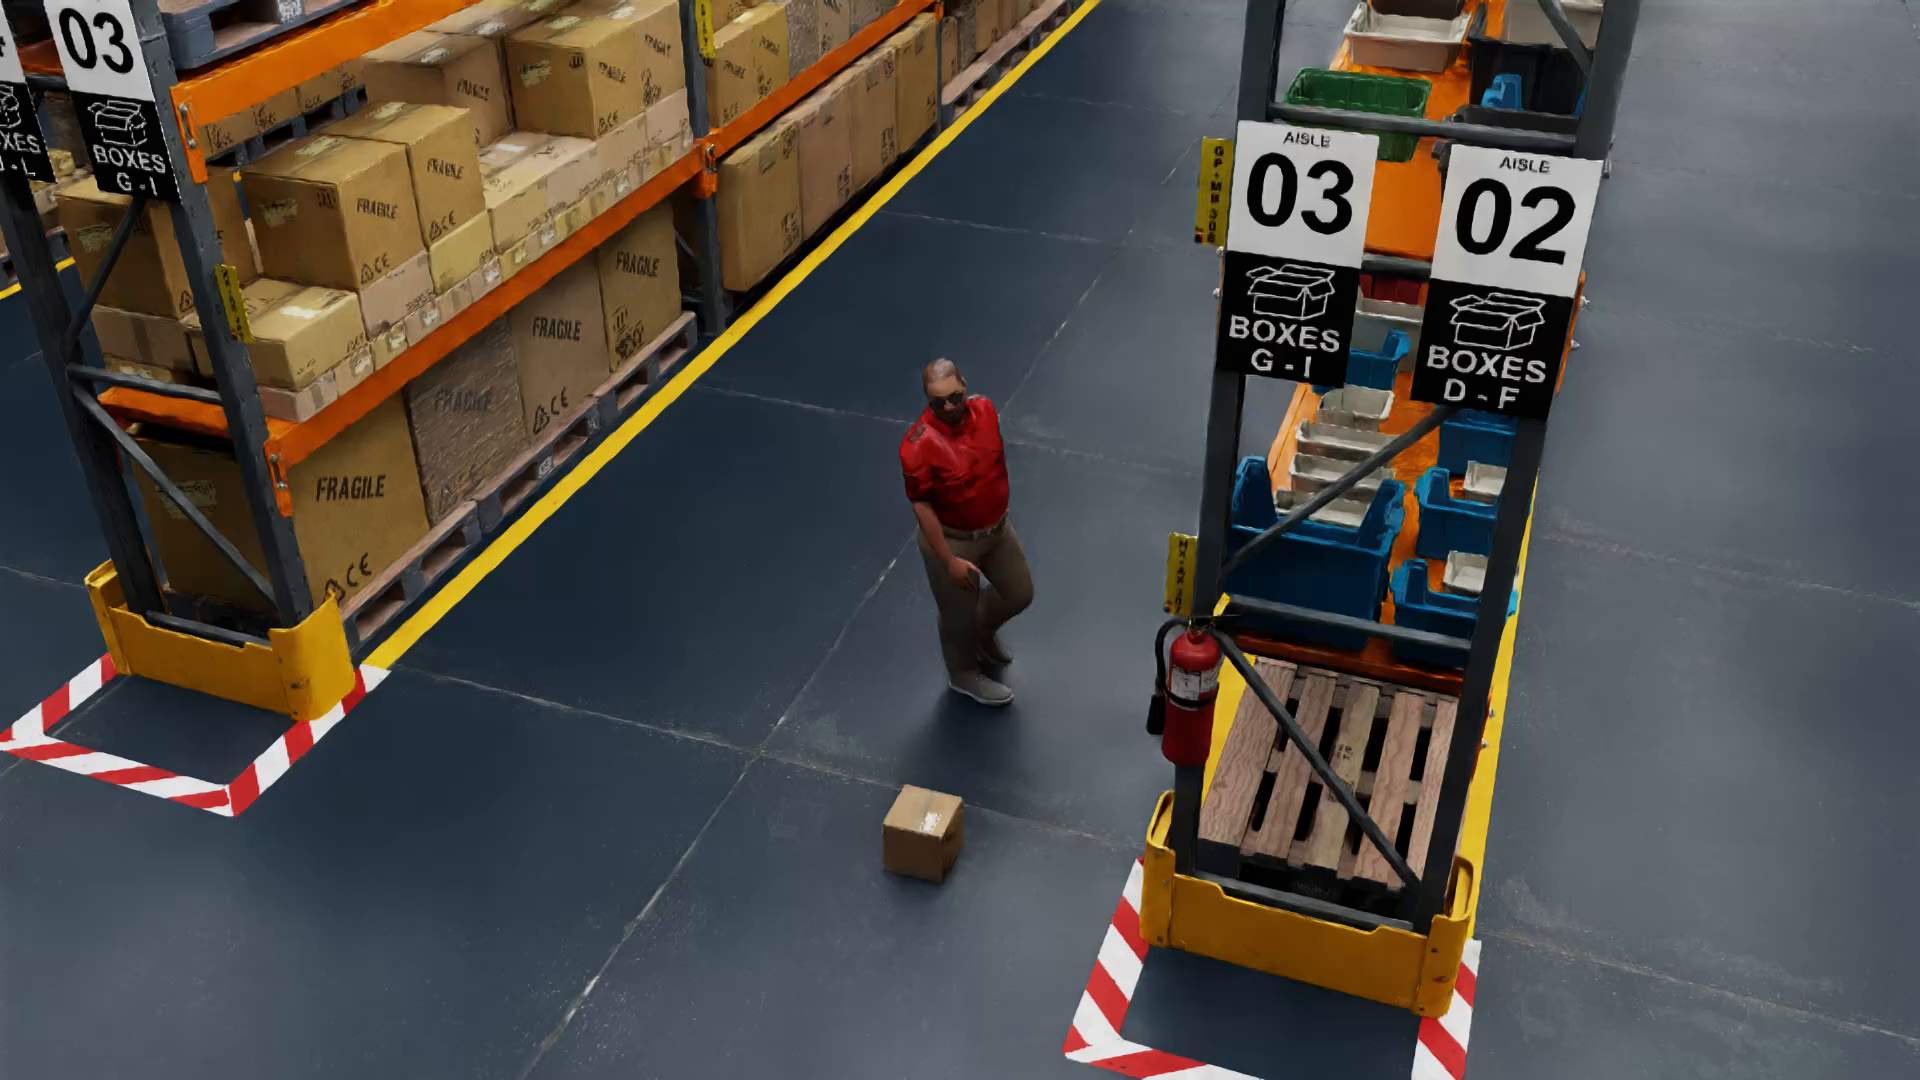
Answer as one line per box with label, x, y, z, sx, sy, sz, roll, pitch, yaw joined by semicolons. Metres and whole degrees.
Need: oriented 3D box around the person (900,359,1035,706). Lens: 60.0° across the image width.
person;0.041;-0.022;7.203;0.445;1.738;0.648;27;42;35
